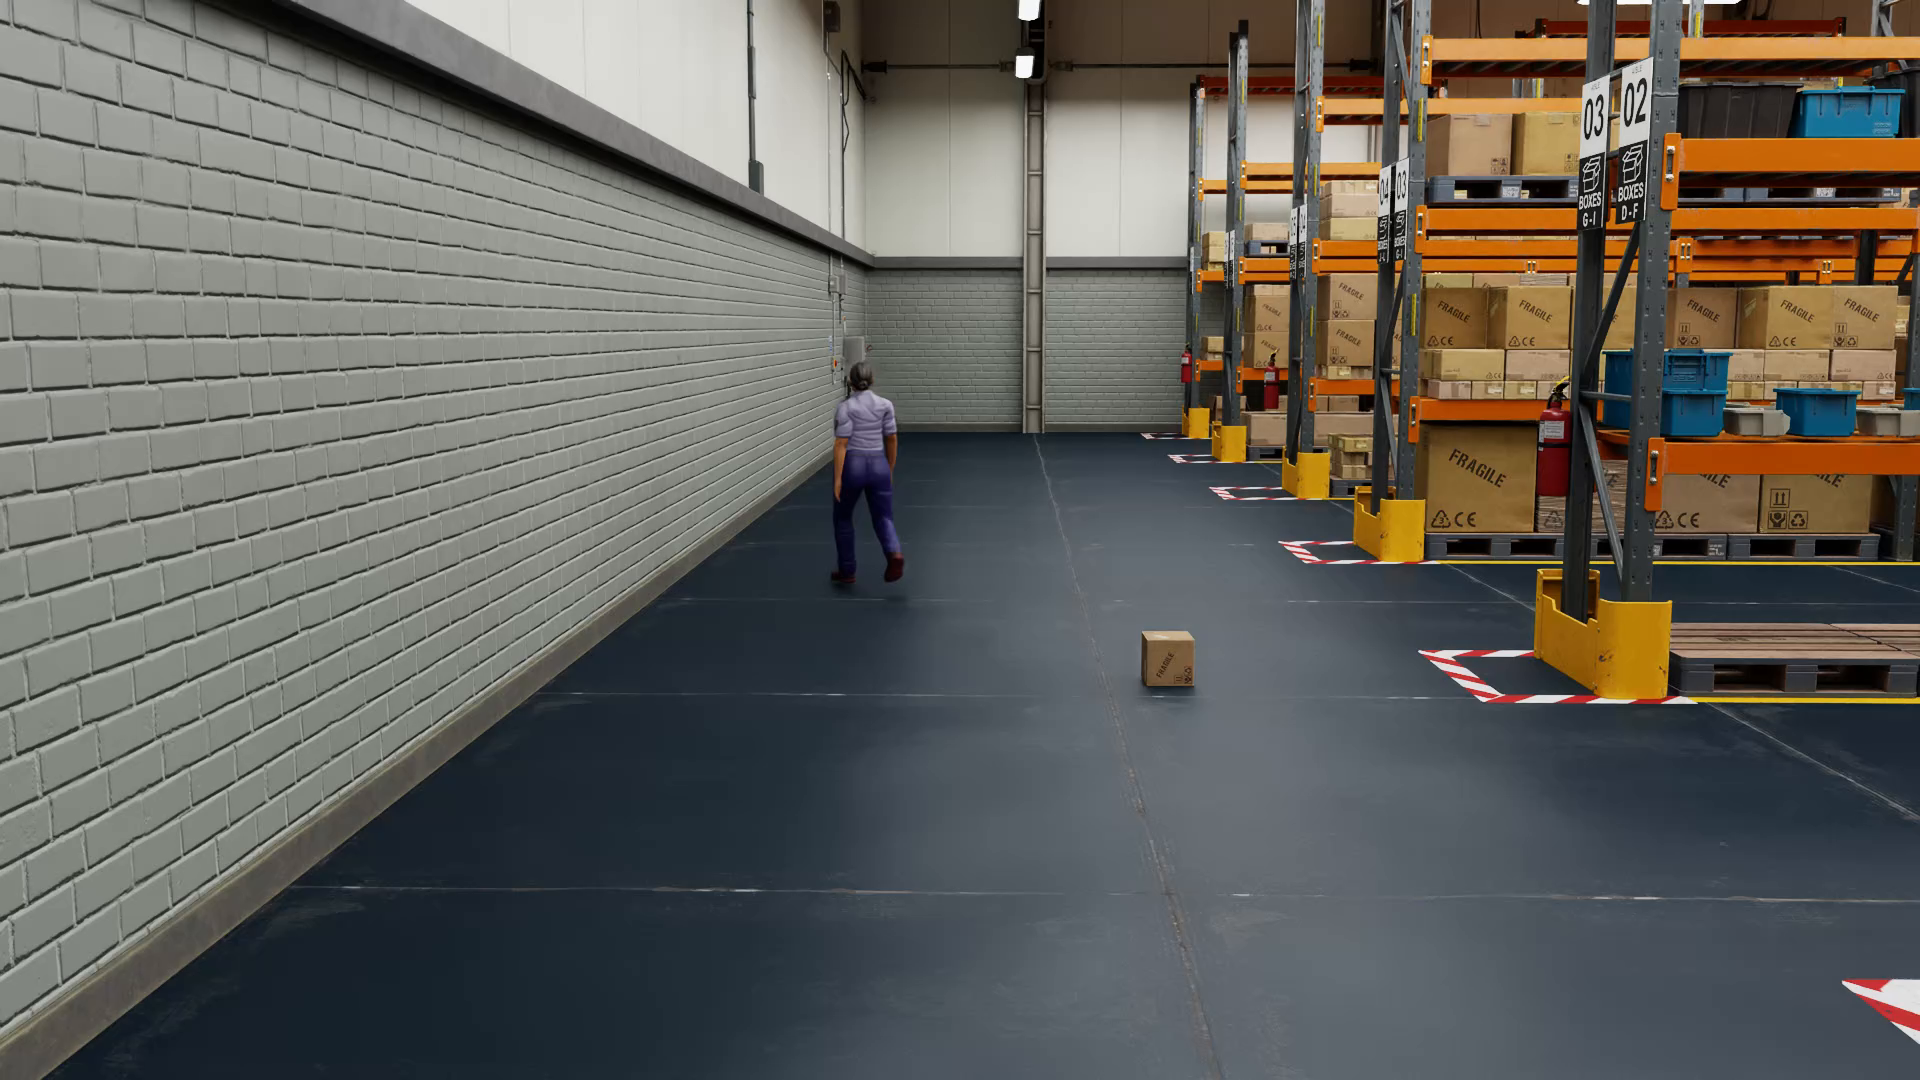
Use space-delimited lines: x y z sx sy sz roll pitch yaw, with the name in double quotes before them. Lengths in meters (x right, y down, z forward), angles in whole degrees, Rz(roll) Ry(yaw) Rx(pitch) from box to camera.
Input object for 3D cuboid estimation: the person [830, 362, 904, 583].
"person" -0.678 -0.469 11.909 0.495 1.606 0.861 -3 8 -20
